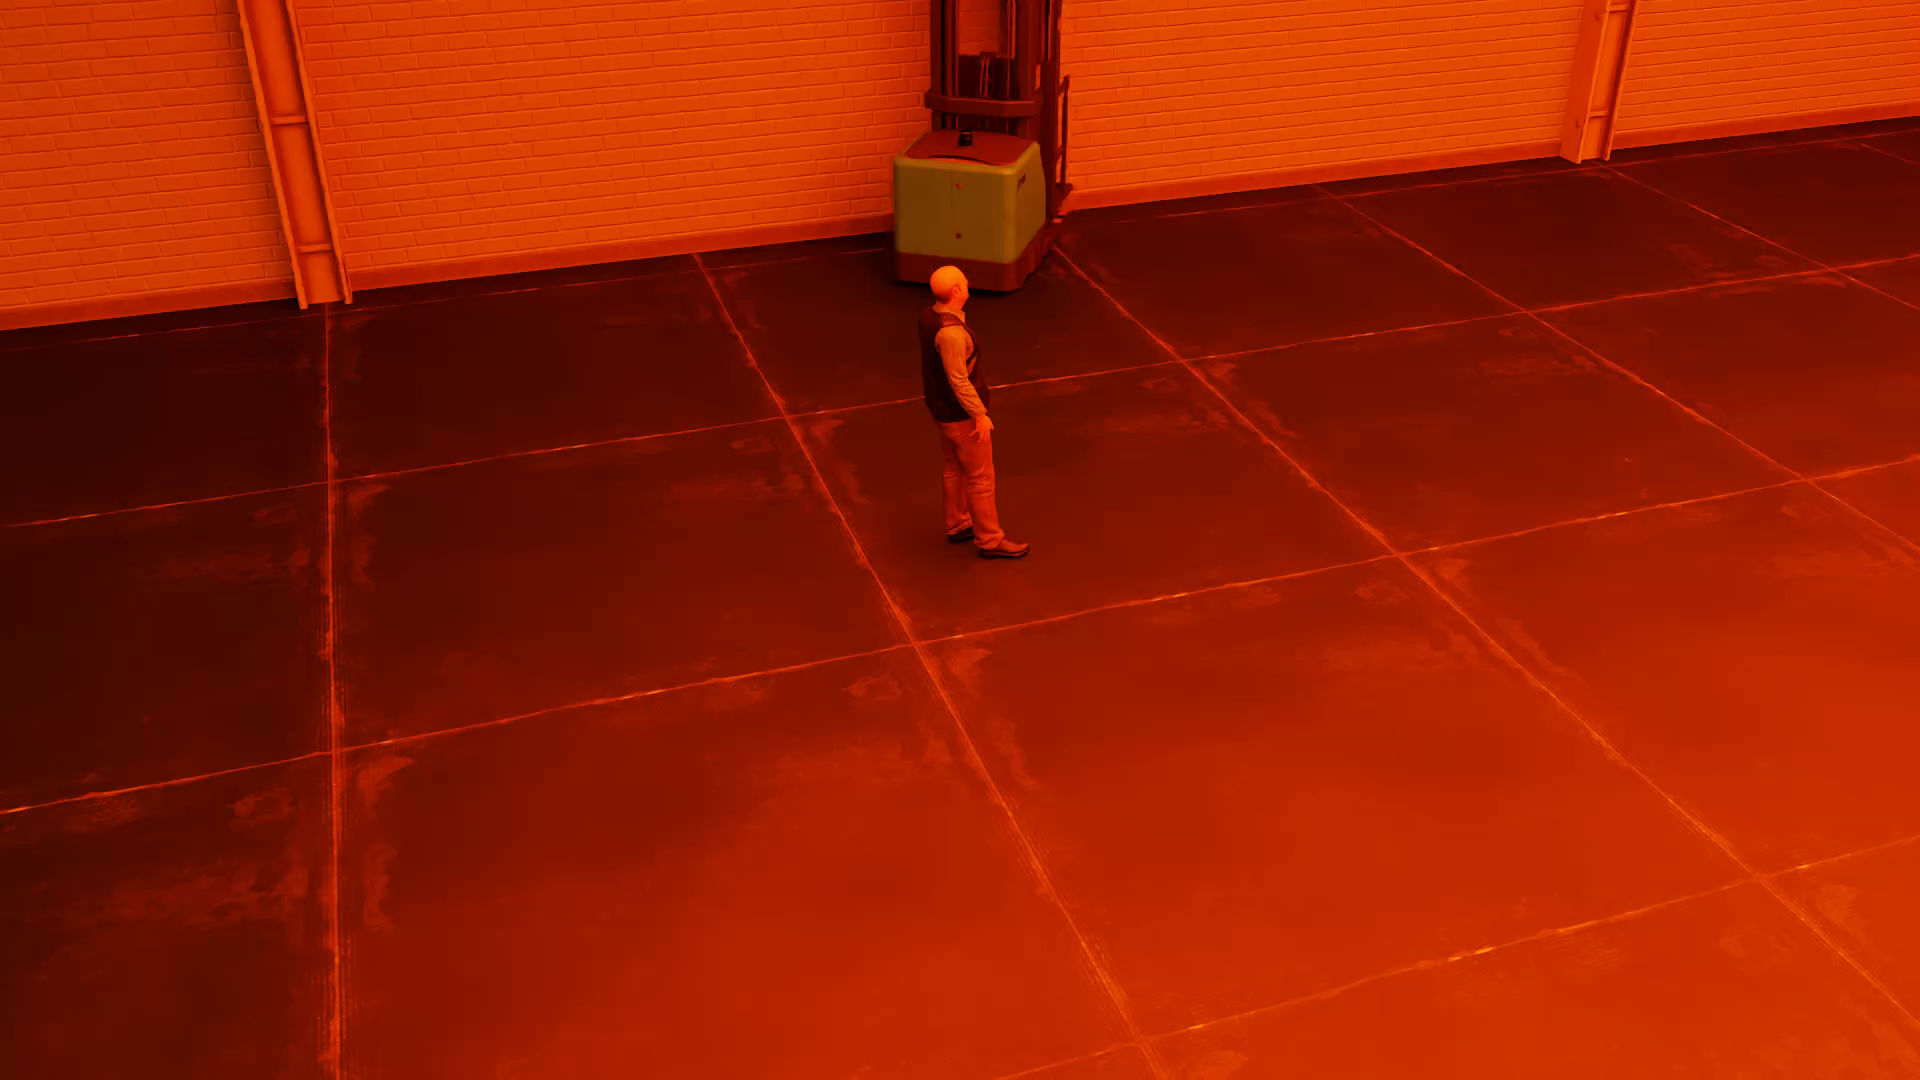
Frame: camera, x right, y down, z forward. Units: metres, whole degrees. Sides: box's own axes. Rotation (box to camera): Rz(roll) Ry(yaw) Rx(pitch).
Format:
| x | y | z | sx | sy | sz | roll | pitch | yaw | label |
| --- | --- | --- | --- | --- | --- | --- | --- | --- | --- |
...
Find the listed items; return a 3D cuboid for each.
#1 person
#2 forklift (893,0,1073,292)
| x | y | z | sx | sy | sz | roll | pitch | yaw | label |
| --- | --- | --- | --- | --- | --- | --- | --- | --- | --- |
| 0.061 | -0.758 | 9.603 | 0.568 | 1.720 | 0.632 | -10 | 31 | -16 | person |
| 0.357 | -3.986 | 14.015 | 1.130 | 2.935 | 3.031 | 8 | 31 | 14 | forklift |
